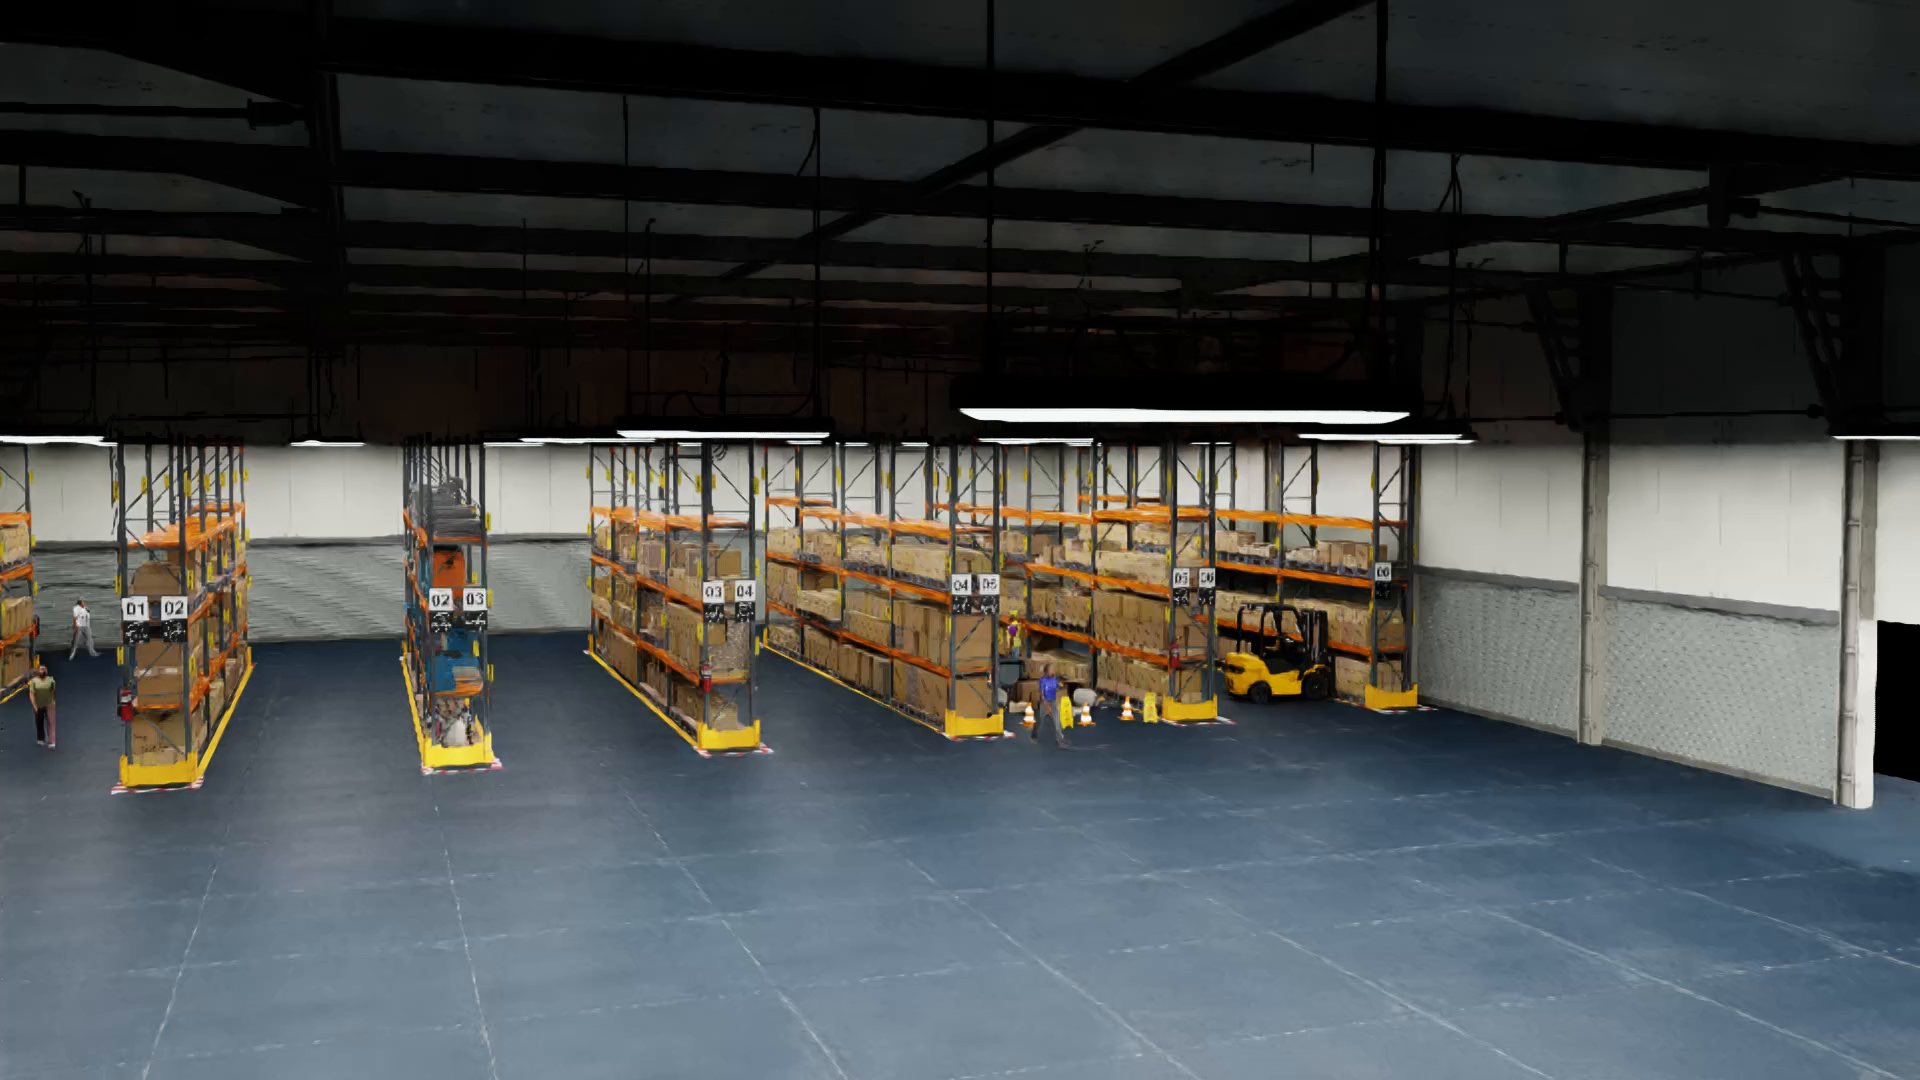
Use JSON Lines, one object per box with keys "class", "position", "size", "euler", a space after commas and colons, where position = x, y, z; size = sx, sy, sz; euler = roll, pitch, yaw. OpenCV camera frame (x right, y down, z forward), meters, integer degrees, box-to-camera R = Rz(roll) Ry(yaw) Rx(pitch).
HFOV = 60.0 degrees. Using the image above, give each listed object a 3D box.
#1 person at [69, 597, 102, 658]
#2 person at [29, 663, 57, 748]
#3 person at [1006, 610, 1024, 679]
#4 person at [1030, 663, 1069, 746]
{"class": "person", "position": [-23.944, 2.372, 45.402], "size": [0.565, 1.655, 0.734], "euler": [1, 3, 19]}
{"class": "person", "position": [-17.485, 3.148, 31.707], "size": [0.446, 1.601, 1.018], "euler": [-2, 4, -28]}
{"class": "person", "position": [1.272, 2.581, 40.545], "size": [0.587, 1.763, 0.677], "euler": [0, 3, 5]}
{"class": "person", "position": [1.686, 3.153, 31.858], "size": [0.443, 1.573, 0.996], "euler": [-2, 4, -28]}
